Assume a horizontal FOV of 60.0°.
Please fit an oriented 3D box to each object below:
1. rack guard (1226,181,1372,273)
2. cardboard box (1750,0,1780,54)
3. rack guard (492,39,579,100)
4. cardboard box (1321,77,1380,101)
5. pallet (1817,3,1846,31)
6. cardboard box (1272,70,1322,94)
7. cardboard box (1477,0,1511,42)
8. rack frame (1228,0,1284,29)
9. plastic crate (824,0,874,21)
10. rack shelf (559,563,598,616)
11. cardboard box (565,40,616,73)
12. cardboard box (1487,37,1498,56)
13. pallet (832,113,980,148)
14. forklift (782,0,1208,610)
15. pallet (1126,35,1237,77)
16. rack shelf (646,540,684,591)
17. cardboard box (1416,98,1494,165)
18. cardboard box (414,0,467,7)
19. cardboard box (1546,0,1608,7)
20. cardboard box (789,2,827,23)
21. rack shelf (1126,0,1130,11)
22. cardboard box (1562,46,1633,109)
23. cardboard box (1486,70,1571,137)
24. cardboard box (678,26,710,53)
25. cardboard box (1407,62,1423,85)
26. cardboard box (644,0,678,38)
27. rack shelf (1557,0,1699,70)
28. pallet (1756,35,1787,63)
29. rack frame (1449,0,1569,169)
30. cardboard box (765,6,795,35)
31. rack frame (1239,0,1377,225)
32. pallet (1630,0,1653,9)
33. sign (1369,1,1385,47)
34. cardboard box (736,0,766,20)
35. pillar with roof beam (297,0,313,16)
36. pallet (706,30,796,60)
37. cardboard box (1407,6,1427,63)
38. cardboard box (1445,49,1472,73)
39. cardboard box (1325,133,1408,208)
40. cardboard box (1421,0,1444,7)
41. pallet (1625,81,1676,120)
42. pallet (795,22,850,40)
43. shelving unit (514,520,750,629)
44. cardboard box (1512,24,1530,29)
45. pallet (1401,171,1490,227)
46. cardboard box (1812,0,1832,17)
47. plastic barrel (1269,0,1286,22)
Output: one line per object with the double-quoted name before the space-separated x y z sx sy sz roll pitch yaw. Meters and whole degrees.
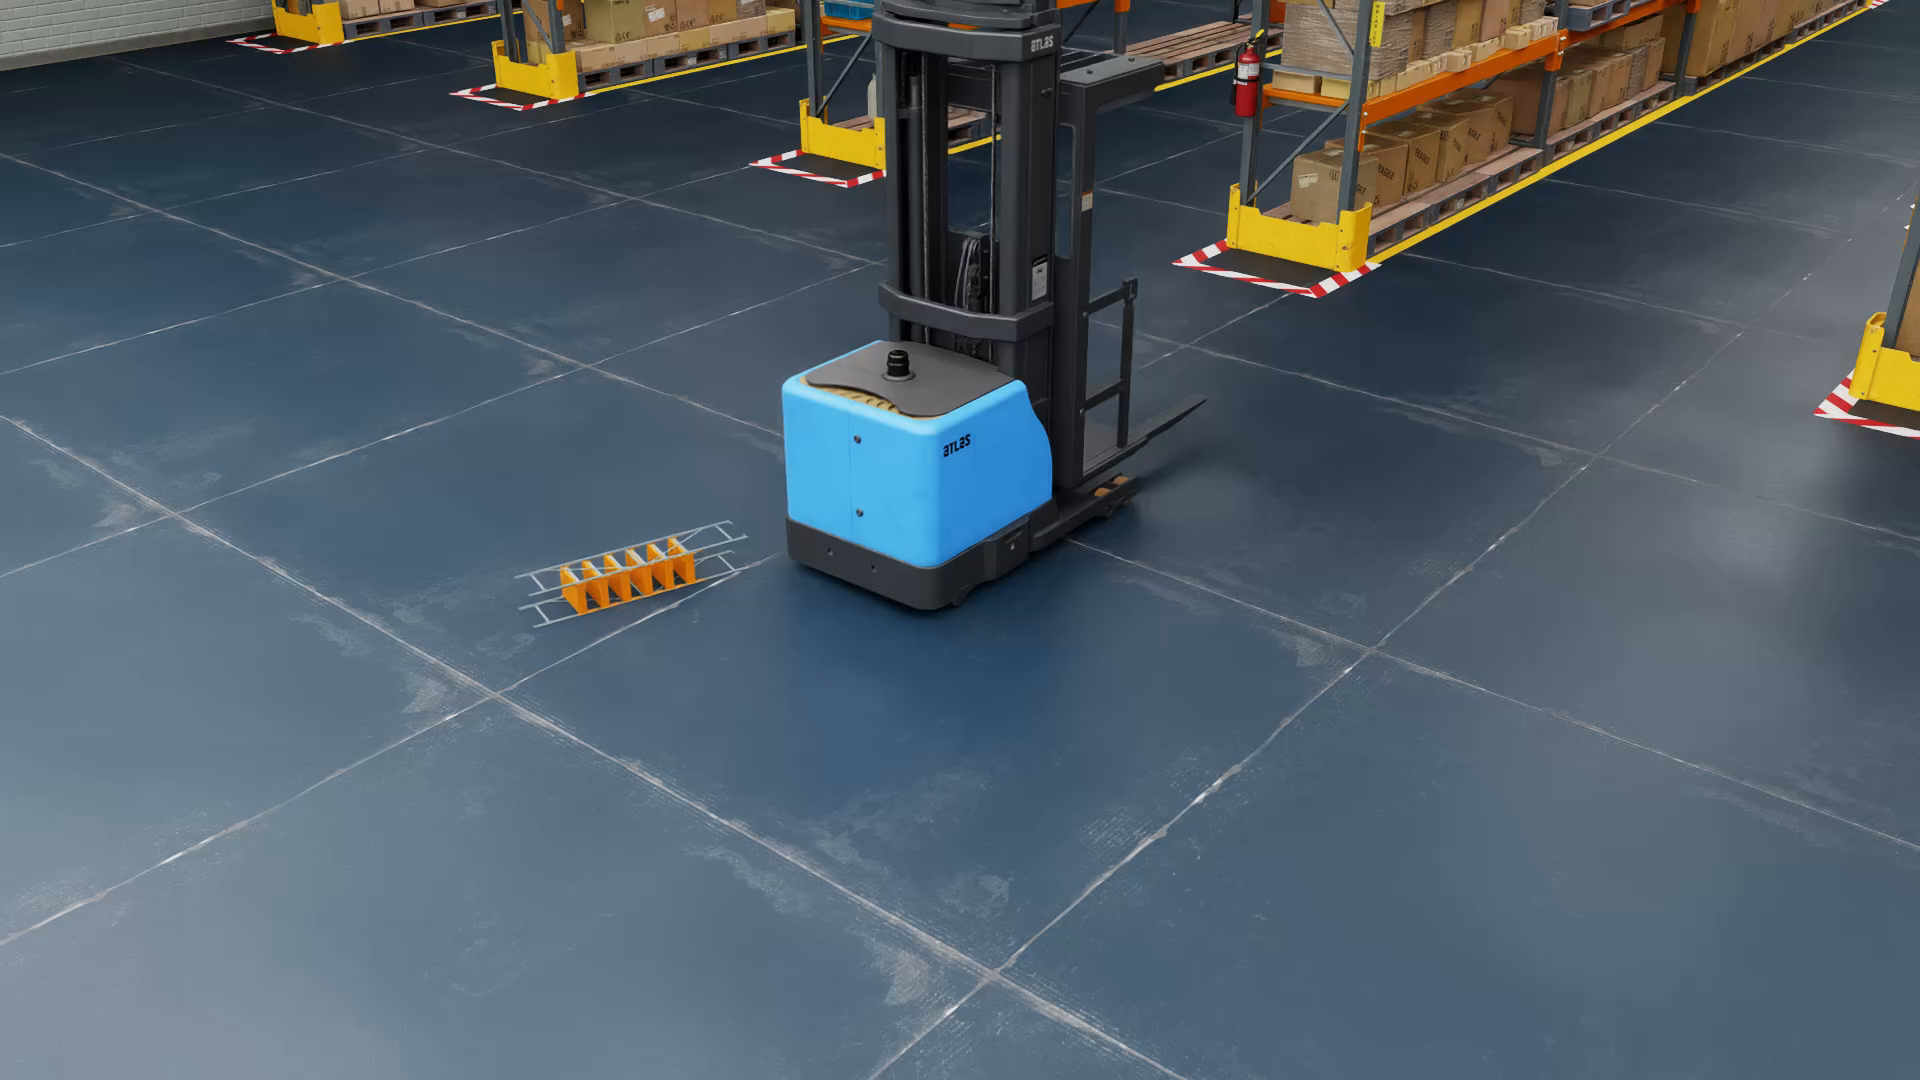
"rack guard" 2.785 -2.599 13.730 1.175 0.500 0.348 21 34 34
"cardboard box" 9.410 -6.630 20.657 1.225 0.875 0.875 19 33 33
"rack guard" -4.921 -5.460 19.261 1.175 0.500 0.348 21 34 34
"cardboard box" 3.101 -3.602 13.222 0.380 0.149 0.250 21 34 34
"pallet" 11.689 -7.380 23.286 1.003 0.211 1.213 21 34 34
"cardboard box" 2.758 -3.732 13.473 0.380 0.149 0.250 21 34 34
"cardboard box" 4.361 -4.762 14.758 0.875 0.500 0.500 21 34 34
"rack frame" 4.003 -7.966 21.385 1.000 3.000 0.127 21 34 34
"plastic crate" -0.998 -5.329 16.448 0.499 0.251 0.616 21 34 34
"rack shelf" -1.969 0.247 8.562 0.103 0.180 0.258 -16 31 -28
"cardboard box" -4.393 -5.669 19.480 0.500 0.250 0.500 21 34 34
"cardboard box" 4.537 -4.398 14.761 0.380 0.149 0.250 21 34 34
"pallet" -0.553 -4.219 17.175 1.003 0.211 1.213 21 34 34
"forklift" 0.374 -1.559 9.073 1.130 2.935 3.031 20 33 33
"pallet" 2.704 -6.034 20.684 1.003 0.211 1.213 21 34 34
"rack shelf" -1.564 0.129 8.790 0.103 0.180 0.258 -16 31 -28
"cardboard box" 4.637 -3.842 15.675 0.500 0.500 0.500 -16 31 -28
"cardboard box" -7.353 -7.777 23.261 0.700 0.500 0.500 18 33 31
"cardboard box" 5.894 -5.794 16.076 1.000 1.000 1.000 21 34 35
"cardboard box" -1.913 -7.033 22.116 0.500 0.250 0.500 20 33 33
"rack shelf" 2.731 -6.938 20.179 1.077 0.370 4.000 21 34 34
"cardboard box" 6.716 -4.957 17.810 0.700 0.500 0.500 24 36 38
"cardboard box" 5.688 -4.397 16.727 0.700 0.500 0.500 18 32 31
"cardboard box" -3.437 -6.201 20.507 0.500 0.250 0.500 21 34 34
"cardboard box" 3.589 -3.864 13.729 0.380 0.149 0.250 21 34 34
"cardboard box" -3.768 -6.361 20.001 0.500 0.500 0.500 21 34 34
"rack shelf" 6.553 -5.490 17.381 1.077 0.370 4.000 21 34 34
"pallet" 9.936 -6.403 21.397 1.003 0.211 1.213 21 34 34
"rack frame" 5.281 -5.101 15.845 1.000 3.000 0.127 21 34 34
"cardboard box" -2.487 -6.734 21.538 0.500 0.250 0.500 21 34 34
"rack frame" 2.736 -3.682 13.104 1.000 3.000 0.127 21 34 34
"pallet" 6.597 -5.720 17.251 1.003 0.211 1.213 21 34 34
"sign" 3.155 -3.908 12.598 0.100 0.325 0.005 21 34 34
"cardboard box" -2.814 -6.893 21.030 0.500 0.500 0.500 21 34 34
"pillar with roof beam" -5.631 -9.933 18.657 9.100 9.000 0.400 21 34 34
"pallet" -2.899 -6.489 21.564 1.003 0.211 1.213 21 34 34
"cardboard box" 3.333 -4.258 13.784 0.875 0.500 0.500 21 34 34
"cardboard box" 4.130 -4.106 14.195 0.380 0.149 0.250 21 34 34
"cardboard box" 3.500 -3.197 14.429 0.500 0.500 0.500 -18 32 -31
"cardboard box" 3.620 -4.594 13.344 0.500 0.500 0.500 21 34 34
"pallet" 7.327 -5.004 18.693 1.003 0.211 1.213 21 34 34
"pallet" -1.923 -7.031 22.612 1.003 0.211 1.213 21 34 34
"shelving unit" -1.703 0.169 8.712 1.200 0.189 0.258 -16 31 -28
"cardboard box" 4.999 -4.670 15.286 0.380 0.149 0.250 21 34 34
"pallet" 4.105 -3.179 15.166 1.003 0.211 1.213 21 34 34
"cardboard box" 11.423 -7.710 22.744 0.875 0.875 0.875 21 34 34
"plastic barrel" 4.301 -7.367 22.132 0.600 0.830 0.708 21 34 34
